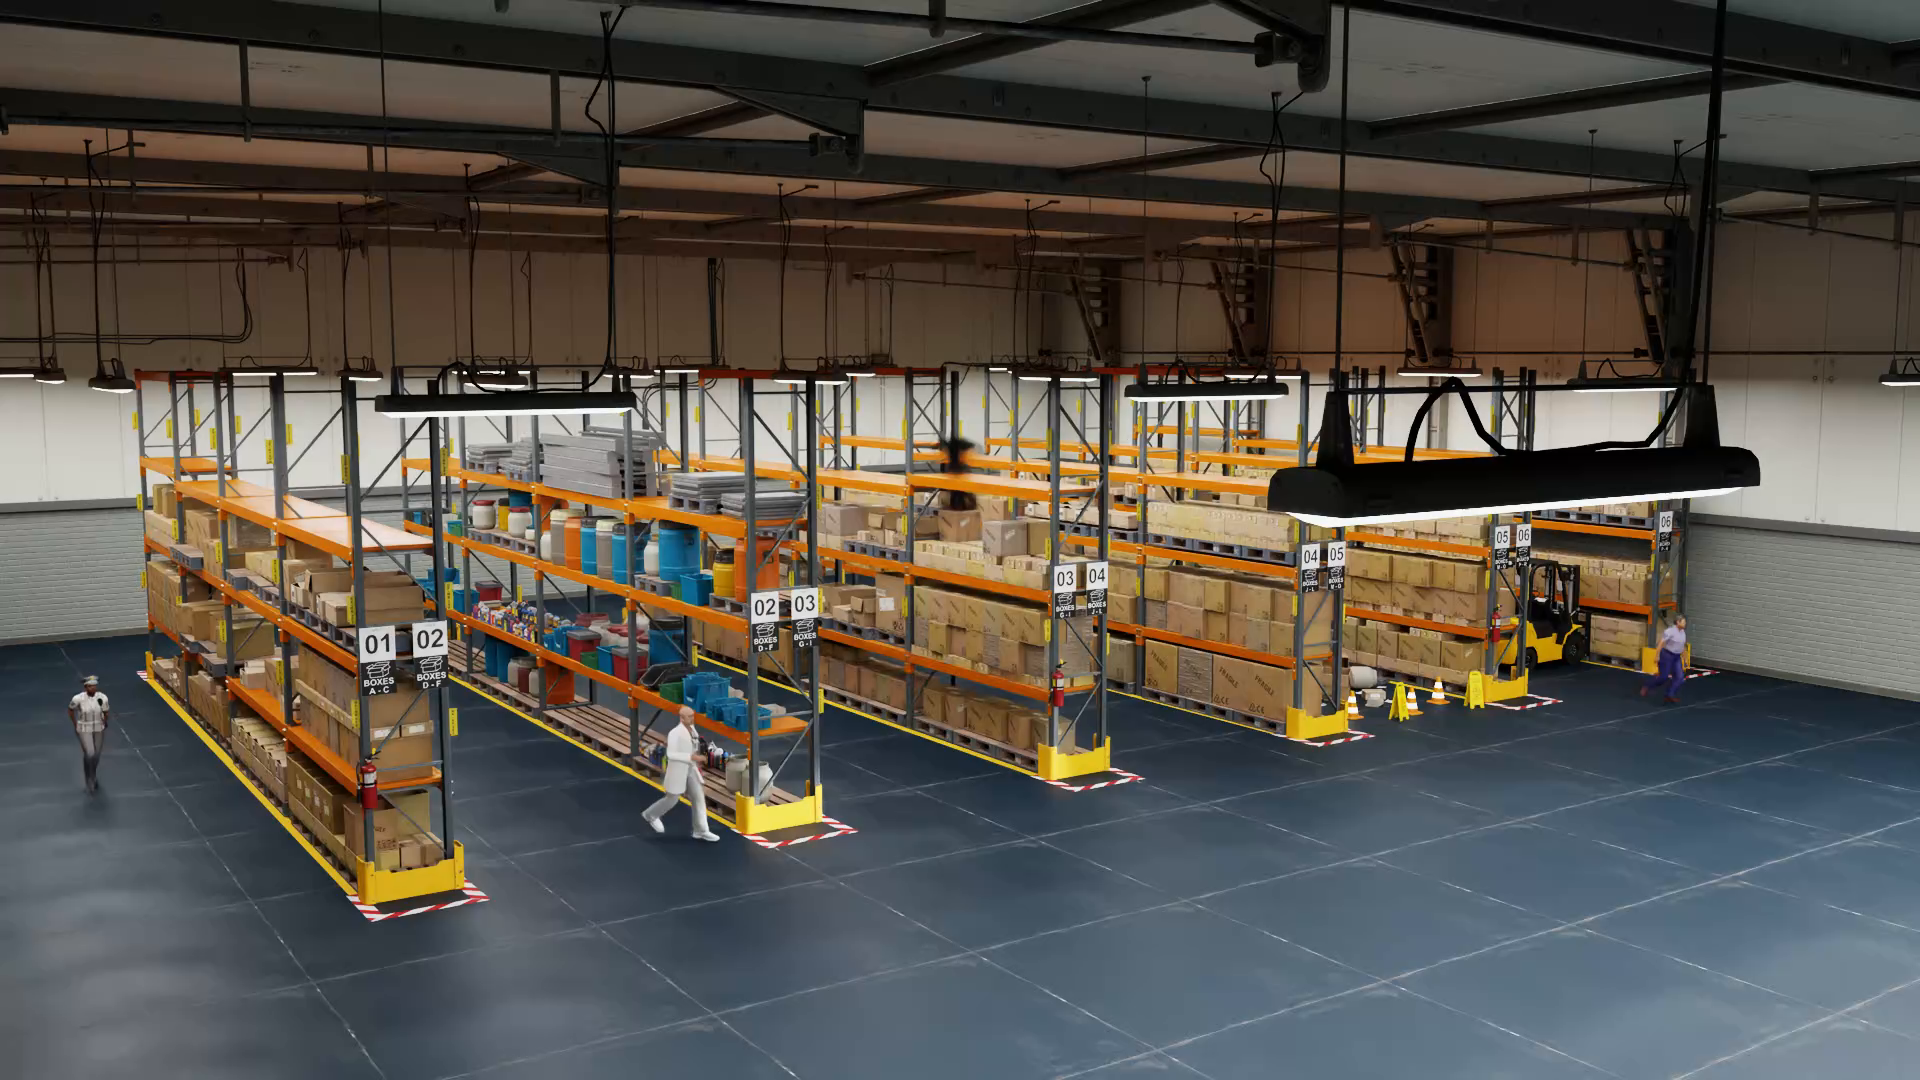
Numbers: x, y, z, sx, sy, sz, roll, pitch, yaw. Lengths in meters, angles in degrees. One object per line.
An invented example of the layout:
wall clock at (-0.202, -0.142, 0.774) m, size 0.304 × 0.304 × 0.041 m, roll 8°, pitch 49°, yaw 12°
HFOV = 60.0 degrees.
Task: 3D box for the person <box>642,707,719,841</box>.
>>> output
person at (-3.656, 3.007, 21.553) m, size 1.110 × 1.750 × 0.670 m, roll 4°, pitch 7°, yaw 30°

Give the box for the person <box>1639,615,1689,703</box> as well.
person at (12.826, 2.184, 30.255) m, size 0.670 × 1.484 × 0.660 m, roll -4°, pitch 8°, yaw -34°

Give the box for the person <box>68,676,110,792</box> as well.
person at (-12.608, 2.793, 24.140) m, size 0.494 × 1.708 × 0.789 m, roll -6°, pitch 9°, yaw -44°

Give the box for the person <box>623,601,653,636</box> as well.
person at (-5.995, 1.968, 31.339) m, size 0.544 × 1.688 × 0.692 m, roll -6°, pitch 9°, yaw -44°
